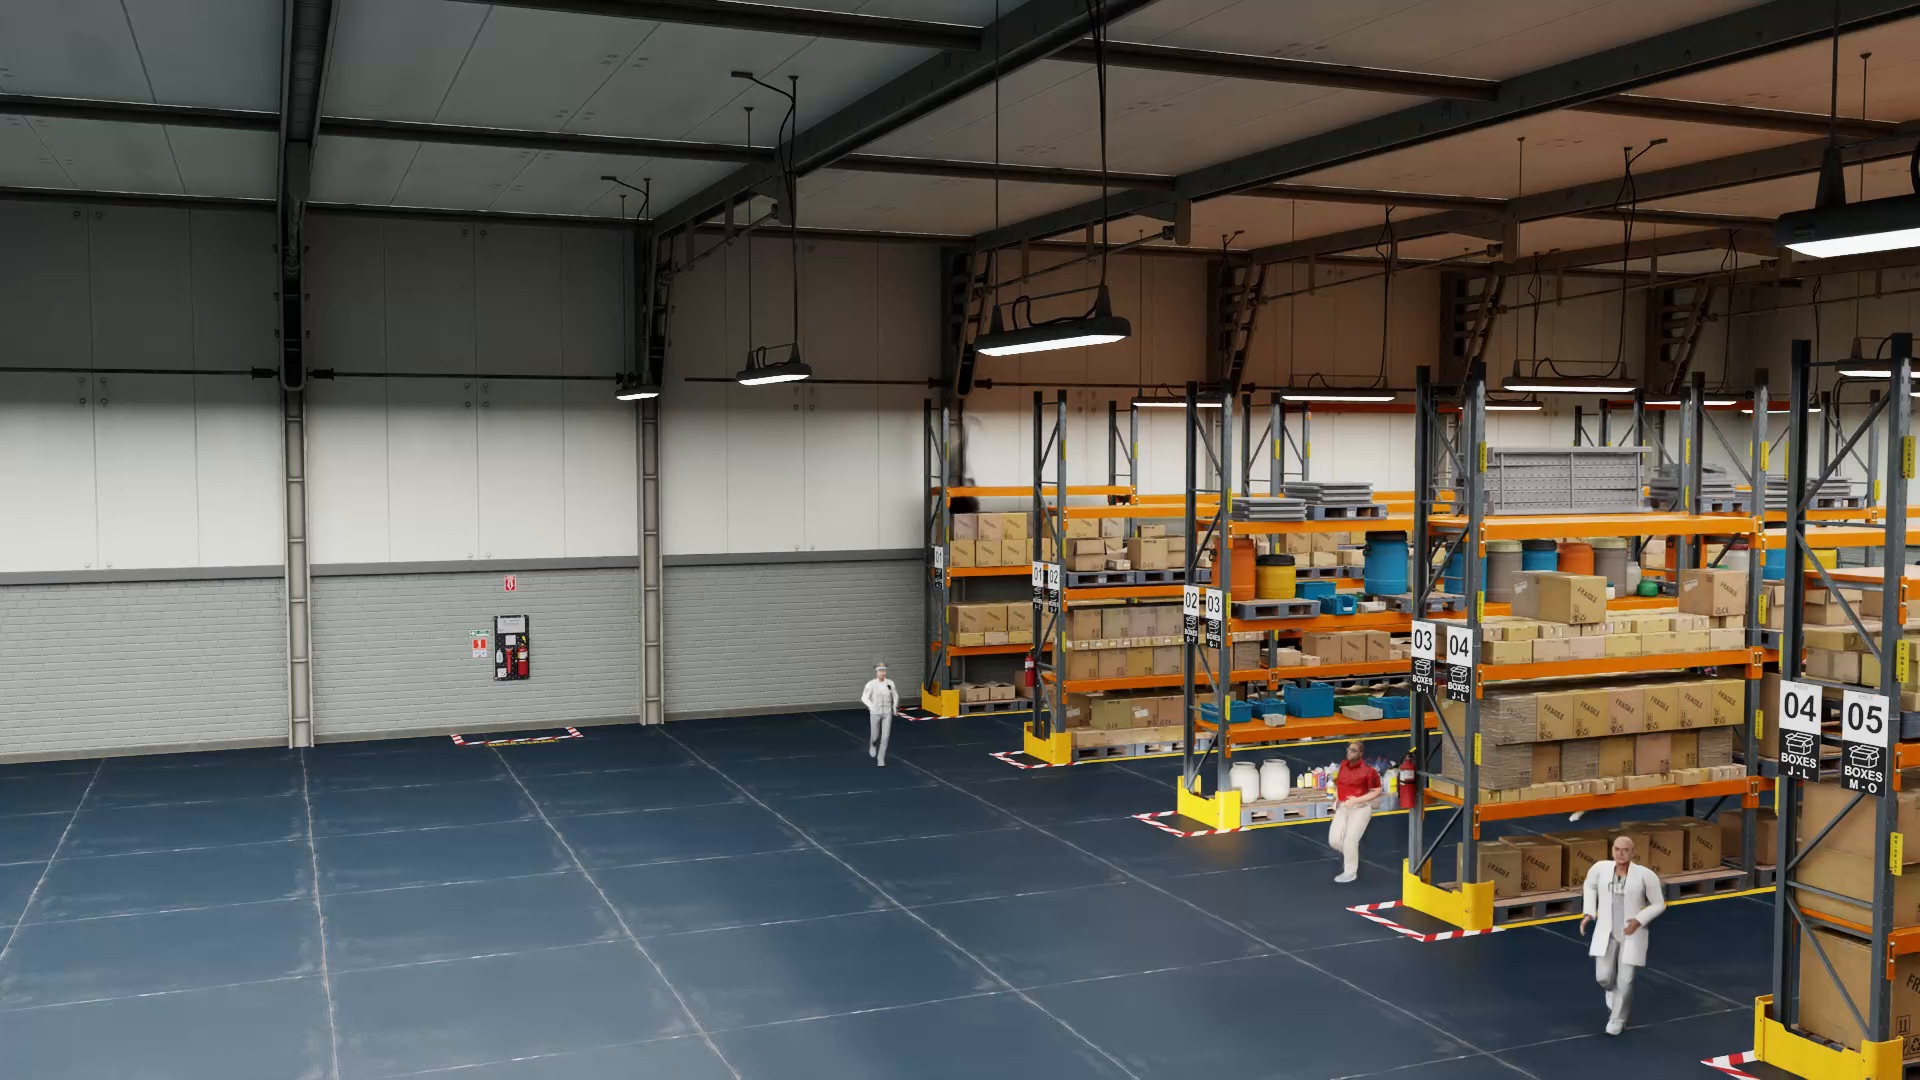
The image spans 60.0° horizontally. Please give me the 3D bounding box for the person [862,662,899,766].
[{"bbox_3d":[-1.266,2.769,26.625,0.609,1.654,0.611,-1,3,-13],"label":"person"}]

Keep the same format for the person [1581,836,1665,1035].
[{"bbox_3d":[5.790,3.452,14.576,0.710,1.736,0.652,2,4,33],"label":"person"}]

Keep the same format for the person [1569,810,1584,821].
[{"bbox_3d":[8.739,3.032,22.990,0.601,1.625,1.005,3,5,43],"label":"person"}]

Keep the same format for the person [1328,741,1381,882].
[{"bbox_3d":[4.621,3.192,19.501,0.550,1.683,0.667,-3,4,-40],"label":"person"}]
